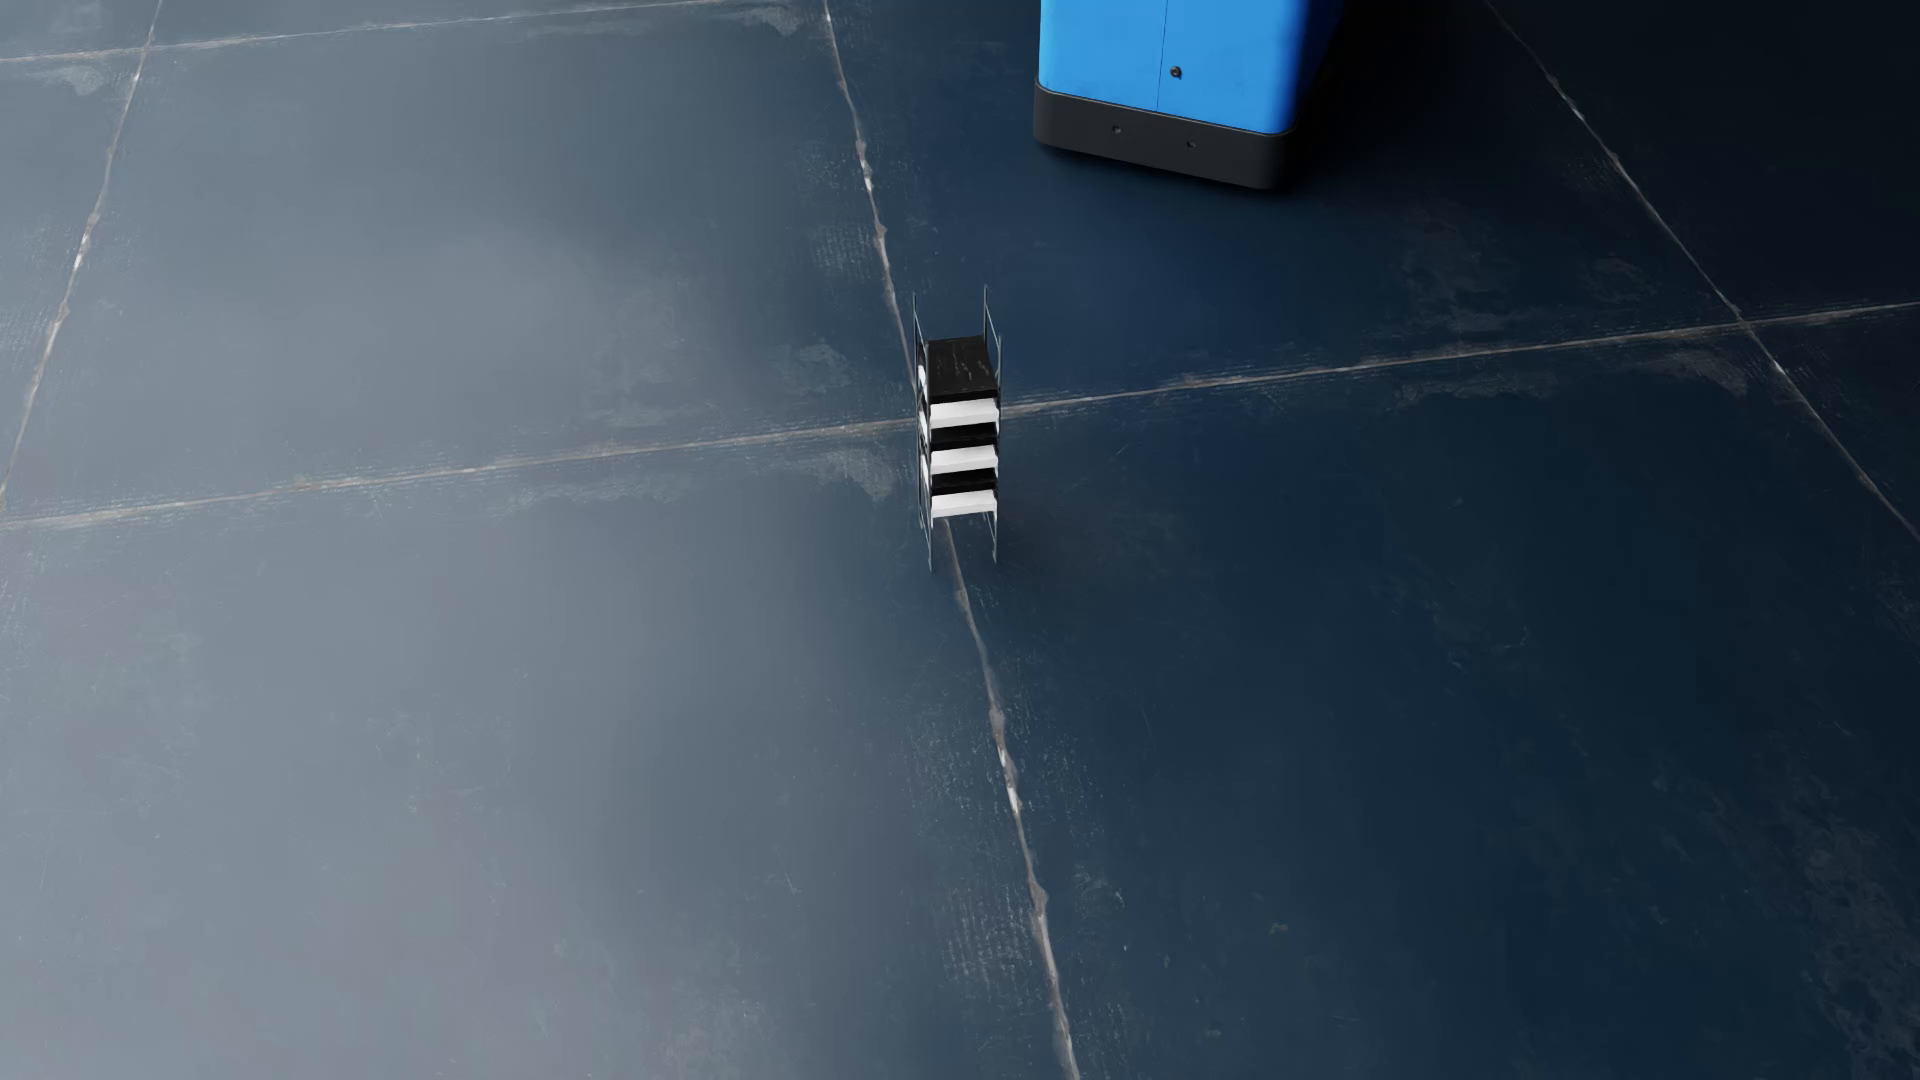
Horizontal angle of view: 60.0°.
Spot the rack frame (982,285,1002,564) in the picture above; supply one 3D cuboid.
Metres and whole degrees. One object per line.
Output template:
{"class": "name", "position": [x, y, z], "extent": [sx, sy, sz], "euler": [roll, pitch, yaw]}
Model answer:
{"class": "rack frame", "position": [0.092, -0.324, 4.937], "extent": [0.006, 0.900, 0.240], "euler": [-7, 46, -7]}

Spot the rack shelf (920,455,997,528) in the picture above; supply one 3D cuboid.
{"class": "rack shelf", "position": [-0.008, -0.163, 5.079], "extent": [0.200, 0.077, 0.258], "euler": [-7, 46, -7]}

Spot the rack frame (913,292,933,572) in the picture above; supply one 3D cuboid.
{"class": "rack frame", "position": [-0.108, -0.299, 4.913], "extent": [0.006, 0.900, 0.240], "euler": [-7, 46, -7]}

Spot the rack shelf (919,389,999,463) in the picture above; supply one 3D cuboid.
{"class": "rack shelf", "position": [-0.008, -0.351, 4.884], "extent": [0.200, 0.077, 0.258], "euler": [-7, 46, -7]}

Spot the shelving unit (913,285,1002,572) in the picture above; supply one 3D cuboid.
{"class": "shelving unit", "position": [-0.008, -0.311, 4.925], "extent": [0.210, 0.900, 0.258], "euler": [-7, 46, -7]}

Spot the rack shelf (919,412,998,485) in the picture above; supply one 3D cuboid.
{"class": "rack shelf", "position": [-0.008, -0.288, 4.949], "extent": [0.200, 0.077, 0.258], "euler": [-7, 46, -7]}

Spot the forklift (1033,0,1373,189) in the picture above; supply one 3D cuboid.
{"class": "forklift", "position": [1.294, -3.460, 6.548], "extent": [1.130, 2.935, 3.031], "euler": [15, 48, 14]}

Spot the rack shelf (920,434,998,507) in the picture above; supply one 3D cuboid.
{"class": "rack shelf", "position": [-0.008, -0.226, 5.014], "extent": [0.200, 0.077, 0.258], "euler": [-7, 46, -7]}

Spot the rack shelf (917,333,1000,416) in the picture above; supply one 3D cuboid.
{"class": "rack shelf", "position": [-0.008, -0.475, 4.755], "extent": [0.200, 0.077, 0.258], "euler": [-7, 46, -7]}

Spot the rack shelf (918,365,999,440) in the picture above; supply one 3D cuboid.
{"class": "rack shelf", "position": [-0.008, -0.413, 4.819], "extent": [0.200, 0.077, 0.258], "euler": [-7, 46, -7]}
